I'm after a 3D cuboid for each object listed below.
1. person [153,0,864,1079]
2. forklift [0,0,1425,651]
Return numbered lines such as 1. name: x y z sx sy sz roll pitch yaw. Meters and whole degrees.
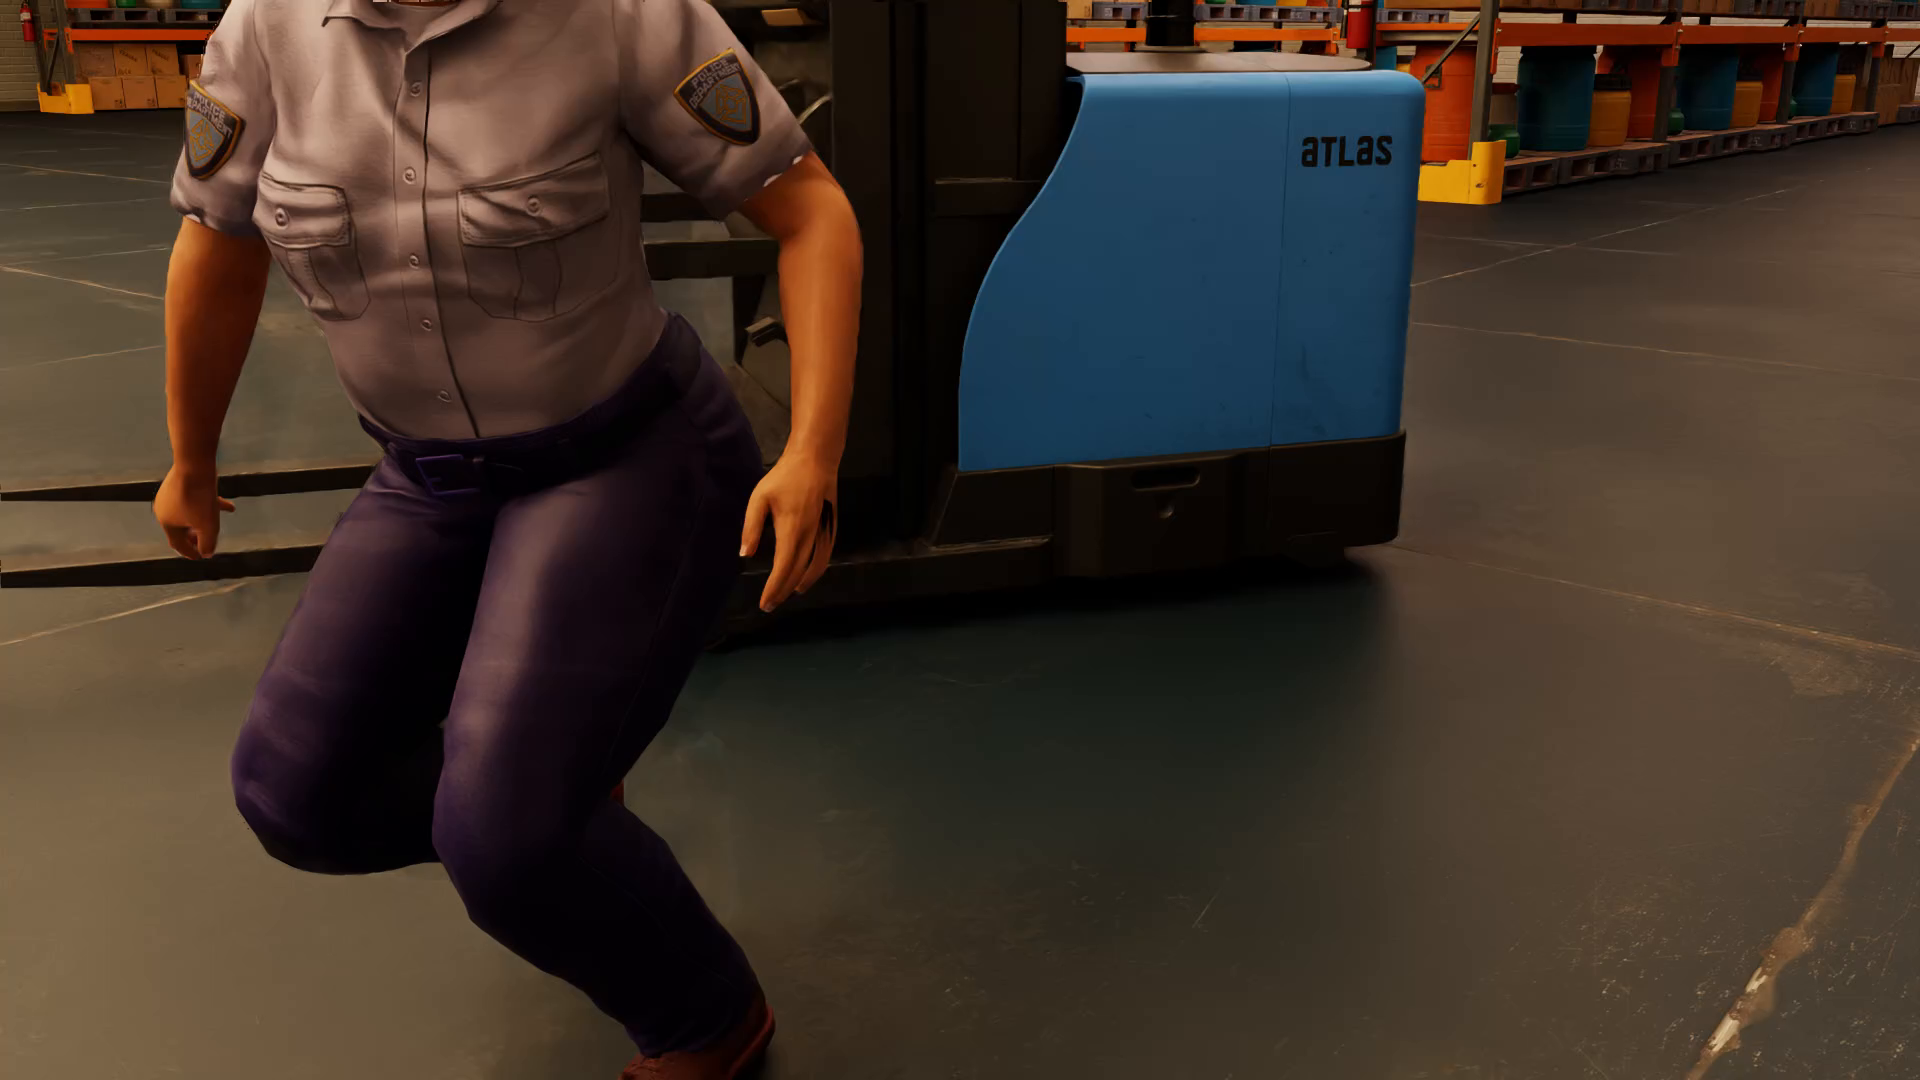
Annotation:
1. person: -0.481 -0.077 1.762 0.841 1.468 0.559 6 18 20
2. forklift: -0.589 -1.340 3.310 3.031 2.935 1.130 -5 18 -17
